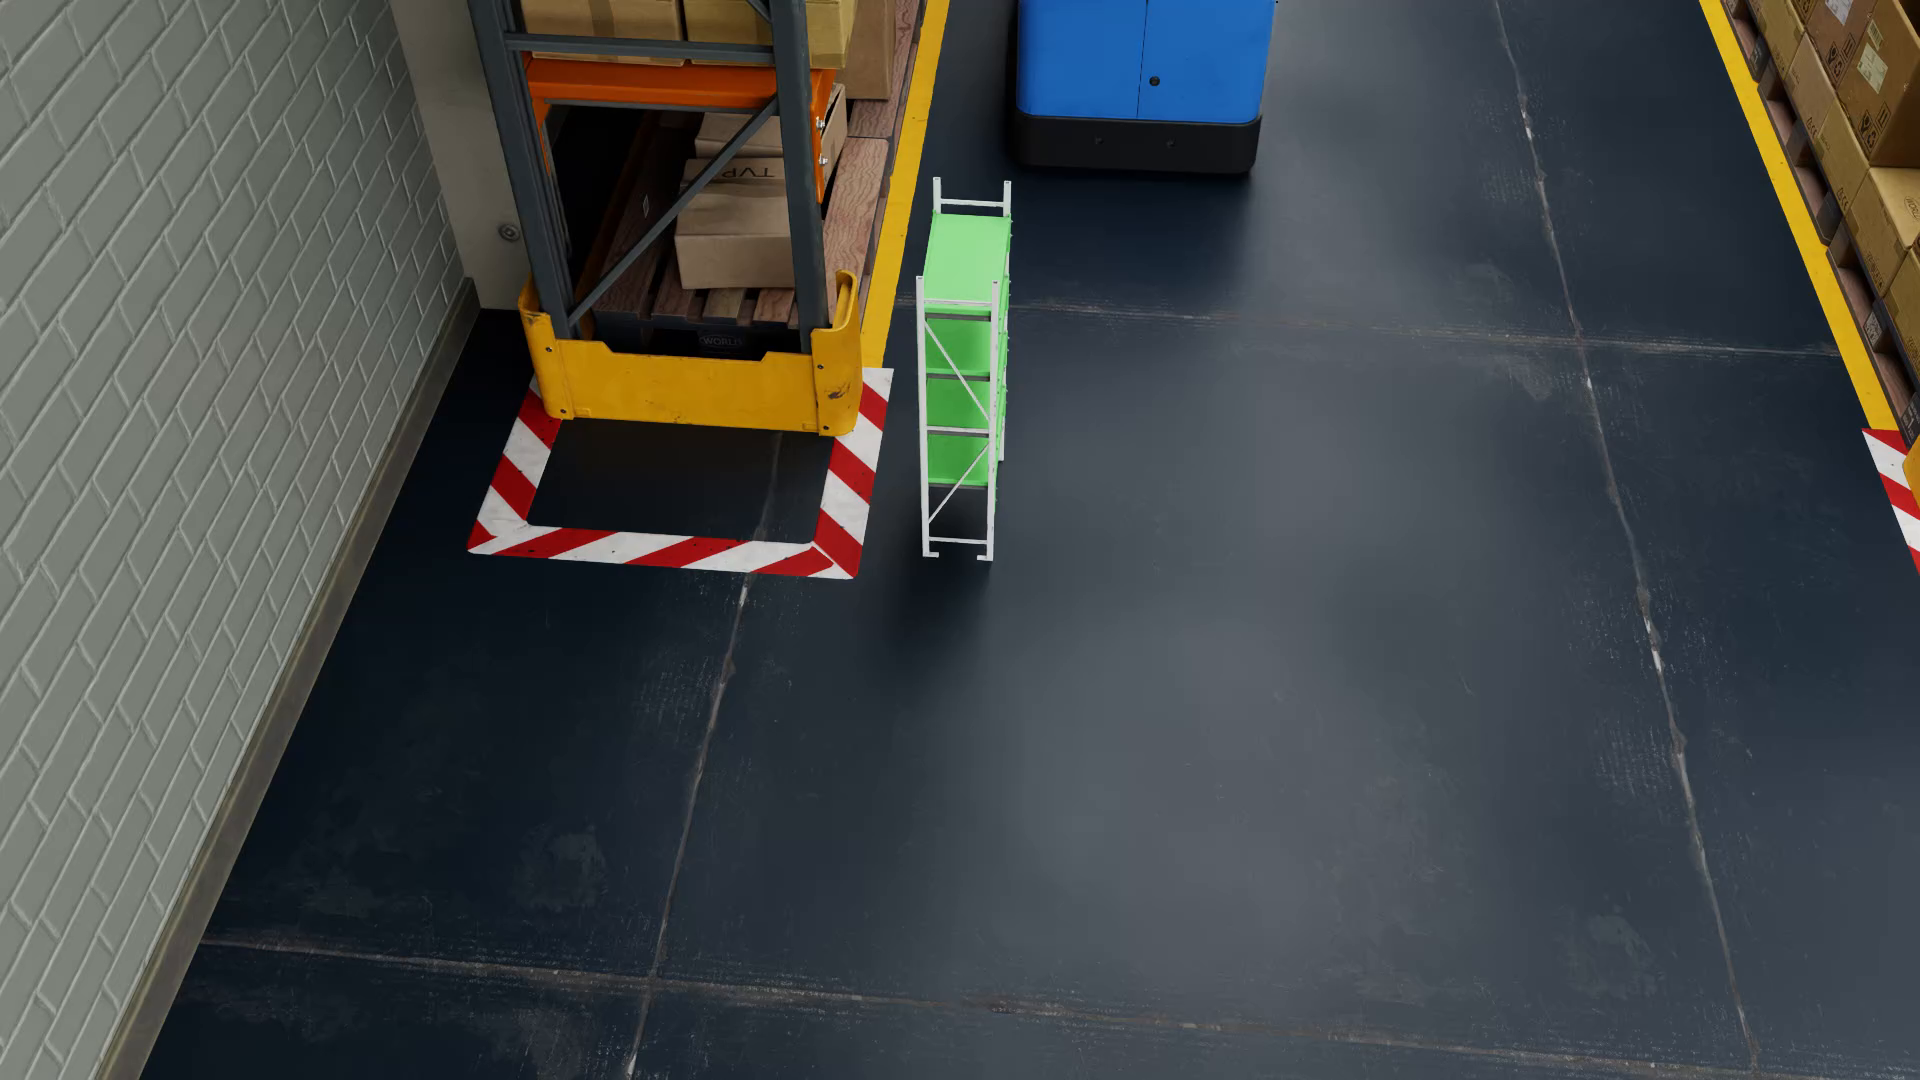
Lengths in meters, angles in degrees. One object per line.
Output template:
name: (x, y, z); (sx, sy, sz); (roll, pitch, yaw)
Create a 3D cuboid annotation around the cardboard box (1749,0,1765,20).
cardboard box: (3.937, -2.634, 7.705); (0.500, 0.250, 0.500); (4, 48, 4)

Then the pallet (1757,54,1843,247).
pallet: (4.109, -1.686, 7.149); (1.003, 0.211, 1.213); (4, 48, 4)

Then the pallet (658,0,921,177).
pallet: (-0.736, -2.102, 7.529); (1.003, 0.211, 1.213); (4, 48, 4)

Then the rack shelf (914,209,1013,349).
rack shelf: (0.015, -0.807, 5.111); (0.258, 0.148, 0.480); (4, 48, 4)

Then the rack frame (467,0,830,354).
rack frame: (-0.966, -1.499, 5.088); (1.000, 3.000, 0.127); (4, 48, 4)

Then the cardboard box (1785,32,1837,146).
cardboard box: (3.847, -1.899, 7.033); (0.500, 0.250, 0.500); (4, 48, 4)

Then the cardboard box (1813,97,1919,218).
cardboard box: (3.799, -1.532, 6.697); (0.500, 0.250, 0.500); (4, 48, 4)

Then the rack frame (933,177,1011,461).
rack frame: (0.037, -0.706, 5.582); (0.240, 1.200, 0.015); (4, 48, 4)

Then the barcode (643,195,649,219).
barcode: (-1.210, -1.285, 6.411); (0.001, 0.075, 0.075); (4, 48, 4)

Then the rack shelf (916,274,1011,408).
rack shelf: (0.015, -0.645, 5.289); (0.258, 0.148, 0.480); (4, 48, 4)

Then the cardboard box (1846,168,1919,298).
cardboard box: (3.755, -1.164, 6.361); (0.500, 0.250, 0.500); (4, 48, 4)

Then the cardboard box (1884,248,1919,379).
cardboard box: (3.722, -0.796, 6.024); (0.500, 0.250, 0.500); (4, 48, 4)

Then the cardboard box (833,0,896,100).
cardboard box: (-0.645, -2.260, 7.181); (0.700, 0.500, 0.500); (1, 48, 1)

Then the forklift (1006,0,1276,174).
forklift: (0.844, -3.635, 7.088); (1.130, 2.935, 3.031); (3, 48, 3)

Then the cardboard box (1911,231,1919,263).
cardboard box: (3.720, -1.049, 5.747); (0.500, 0.500, 0.500); (4, 48, 4)

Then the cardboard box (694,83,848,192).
cardboard box: (-0.762, -1.661, 6.760); (0.500, 0.311, 0.500); (7, 48, 7)

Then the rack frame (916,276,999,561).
rack frame: (-0.007, -0.347, 5.255); (0.240, 1.200, 0.015); (4, 48, 4)

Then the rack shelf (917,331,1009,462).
rack shelf: (0.015, -0.483, 5.466); (0.258, 0.148, 0.480); (4, 48, 4)

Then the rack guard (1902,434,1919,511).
rack guard: (3.965, -0.307, 5.692); (1.175, 0.500, 0.348); (4, 48, 4)

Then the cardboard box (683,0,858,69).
cardboard box: (-0.606, -1.792, 5.444); (0.500, 0.250, 0.500); (3, 48, 2)

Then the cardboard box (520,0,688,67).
cardboard box: (-1.117, -1.811, 5.462); (0.500, 0.250, 0.500); (4, 48, 4)

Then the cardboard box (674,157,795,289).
cardboard box: (-0.814, -1.242, 6.377); (0.500, 0.311, 0.500); (-1, 48, -1)

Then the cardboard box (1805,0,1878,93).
cardboard box: (3.843, -2.152, 6.756); (0.500, 0.500, 0.500); (4, 48, 4)

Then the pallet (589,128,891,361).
pallet: (-0.850, -1.208, 6.712); (1.003, 0.211, 1.213); (4, 48, 4)

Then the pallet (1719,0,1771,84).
pallet: (4.218, -2.585, 7.971); (1.003, 0.211, 1.213); (4, 48, 4)

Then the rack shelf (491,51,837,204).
rack shelf: (-0.784, -2.725, 6.698); (1.077, 0.370, 4.000); (4, 48, 4)

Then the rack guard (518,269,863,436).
rack guard: (-0.959, -0.711, 6.061); (1.175, 0.500, 0.348); (4, 48, 4)

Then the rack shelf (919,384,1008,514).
rack shelf: (0.015, -0.321, 5.643); (0.258, 0.148, 0.480); (4, 48, 4)

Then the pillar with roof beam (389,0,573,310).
pillar with roof beam: (2.523, -3.806, 3.133); (9.100, 9.000, 0.400); (4, 48, 4)

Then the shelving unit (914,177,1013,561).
shelving unit: (0.015, -0.527, 5.418); (0.258, 1.200, 0.503); (4, 48, 4)

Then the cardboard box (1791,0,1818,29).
cardboard box: (3.887, -2.520, 7.093); (0.500, 0.500, 0.500); (4, 48, 4)

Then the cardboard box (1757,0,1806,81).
cardboard box: (3.886, -2.267, 7.369); (0.500, 0.250, 0.500); (4, 48, 4)

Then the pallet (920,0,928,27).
pallet: (-0.628, -3.001, 8.352); (1.003, 0.211, 1.213); (4, 48, 4)

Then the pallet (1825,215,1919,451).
pallet: (3.995, -0.792, 6.331); (1.003, 0.211, 1.213); (4, 48, 4)

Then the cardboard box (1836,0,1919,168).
cardboard box: (3.796, -1.785, 6.420); (0.500, 0.500, 0.500); (4, 48, 4)
